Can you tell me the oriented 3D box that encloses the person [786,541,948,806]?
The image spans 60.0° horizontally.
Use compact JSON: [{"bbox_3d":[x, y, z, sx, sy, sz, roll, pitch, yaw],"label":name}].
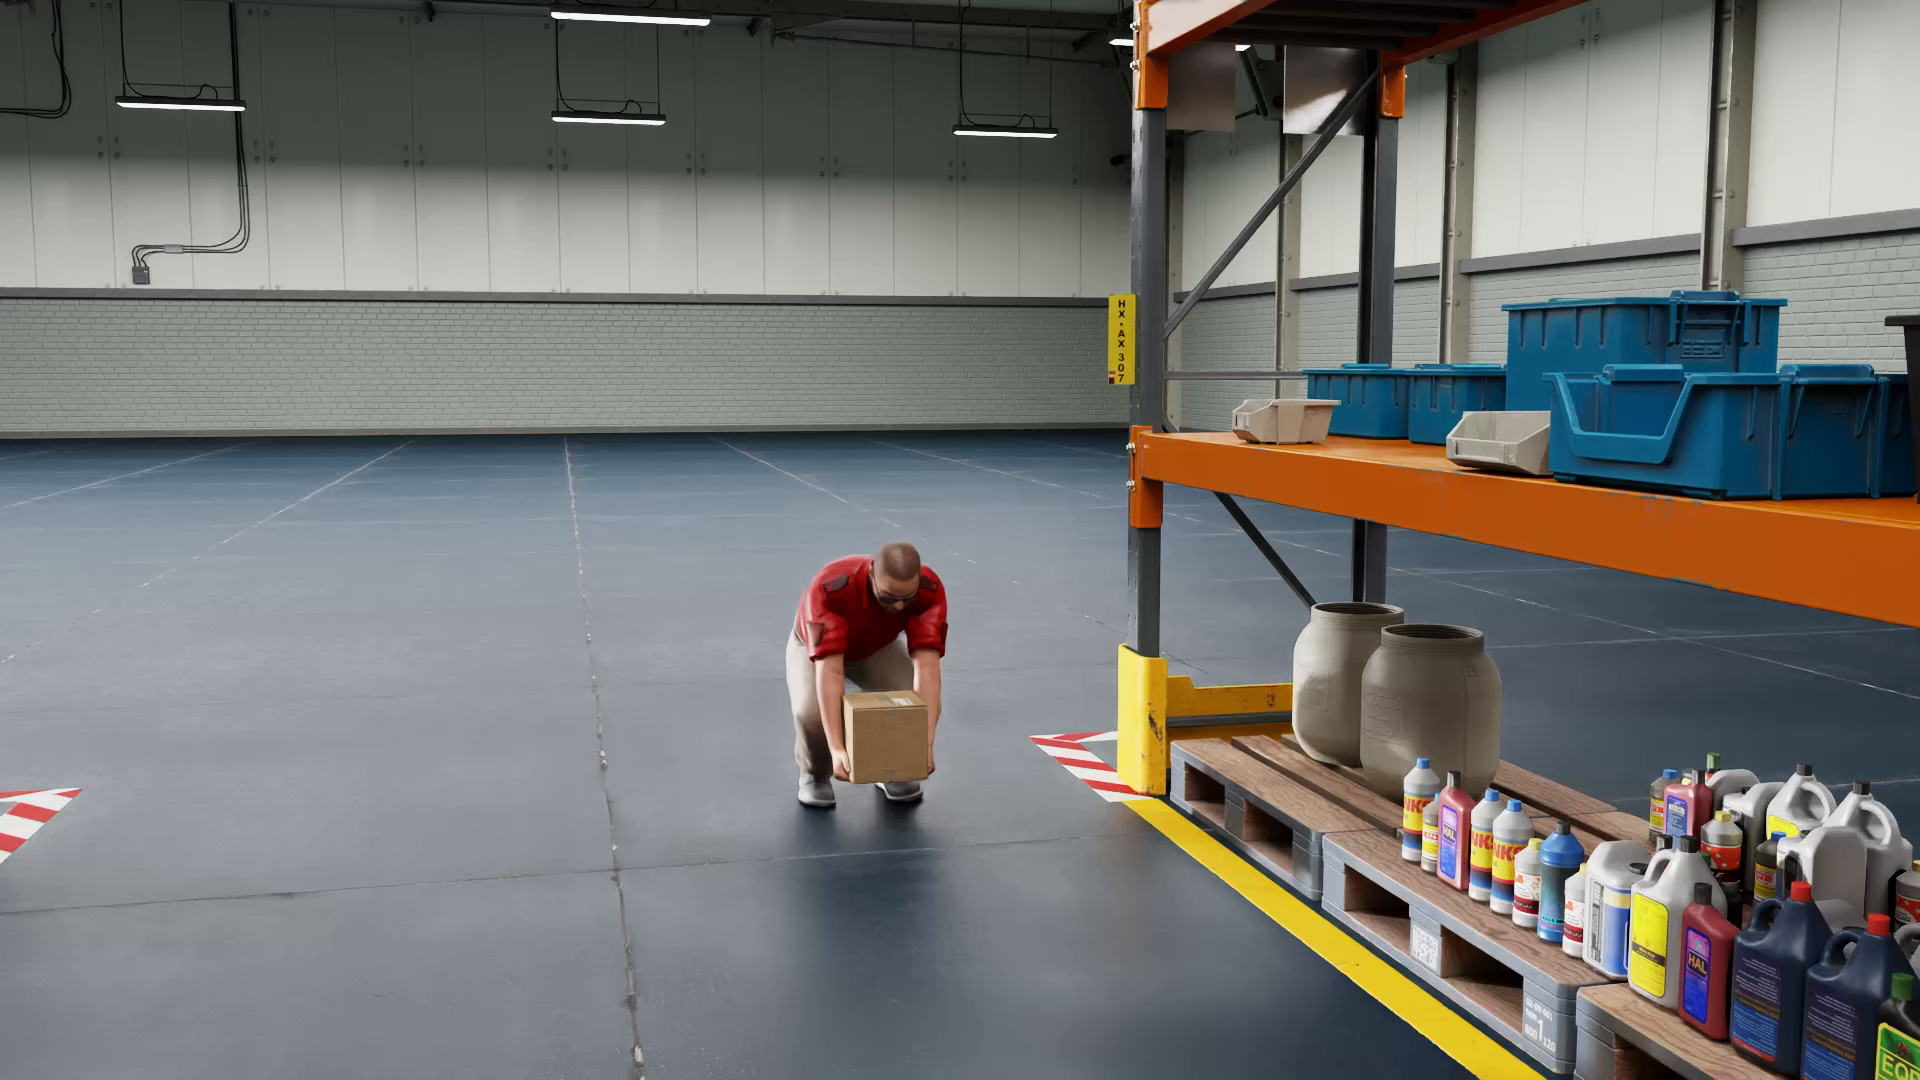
[{"bbox_3d":[-0.333,0.456,5.820,0.537,0.978,0.904,-2,6,-16],"label":"person"}]
